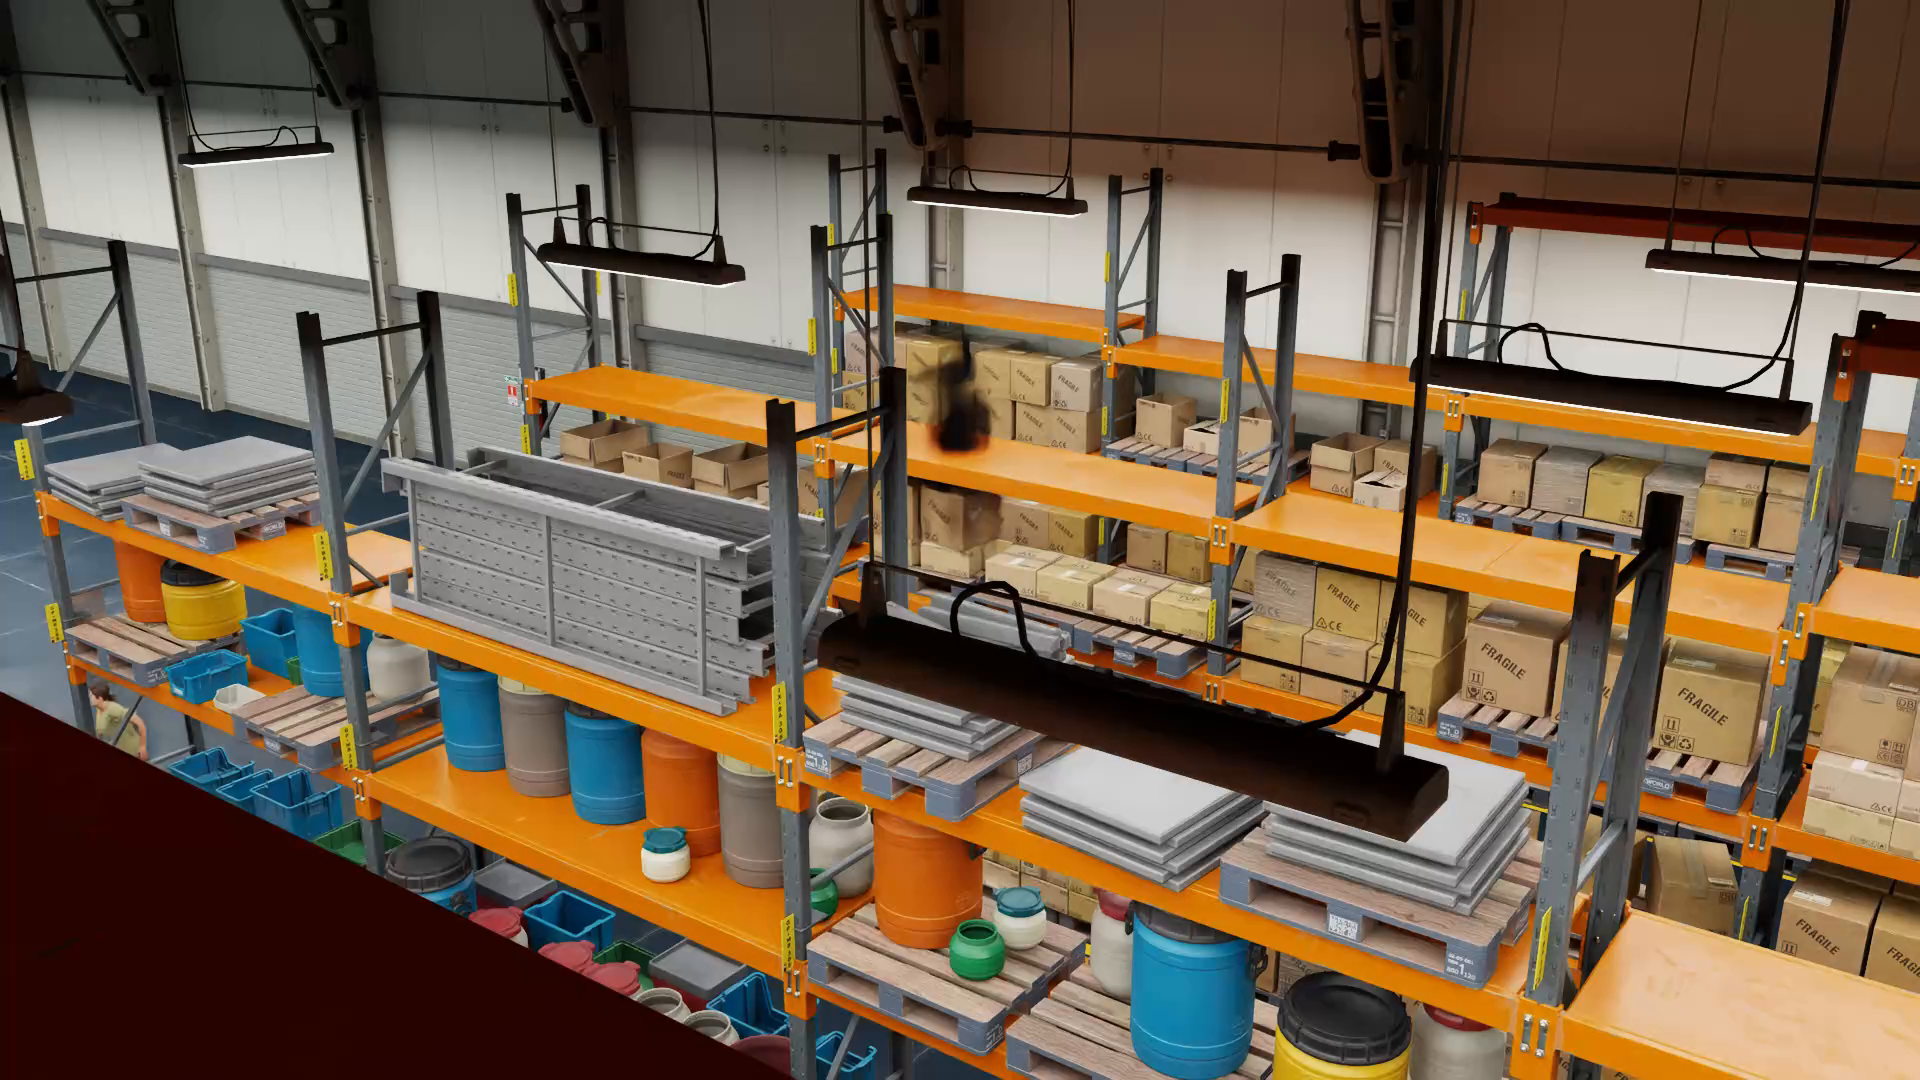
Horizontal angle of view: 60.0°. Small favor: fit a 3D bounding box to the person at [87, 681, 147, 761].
[{"bbox_3d":[-8.245,2.098,16.378,0.790,1.561,0.572,-15,24,-38],"label":"person"}]
